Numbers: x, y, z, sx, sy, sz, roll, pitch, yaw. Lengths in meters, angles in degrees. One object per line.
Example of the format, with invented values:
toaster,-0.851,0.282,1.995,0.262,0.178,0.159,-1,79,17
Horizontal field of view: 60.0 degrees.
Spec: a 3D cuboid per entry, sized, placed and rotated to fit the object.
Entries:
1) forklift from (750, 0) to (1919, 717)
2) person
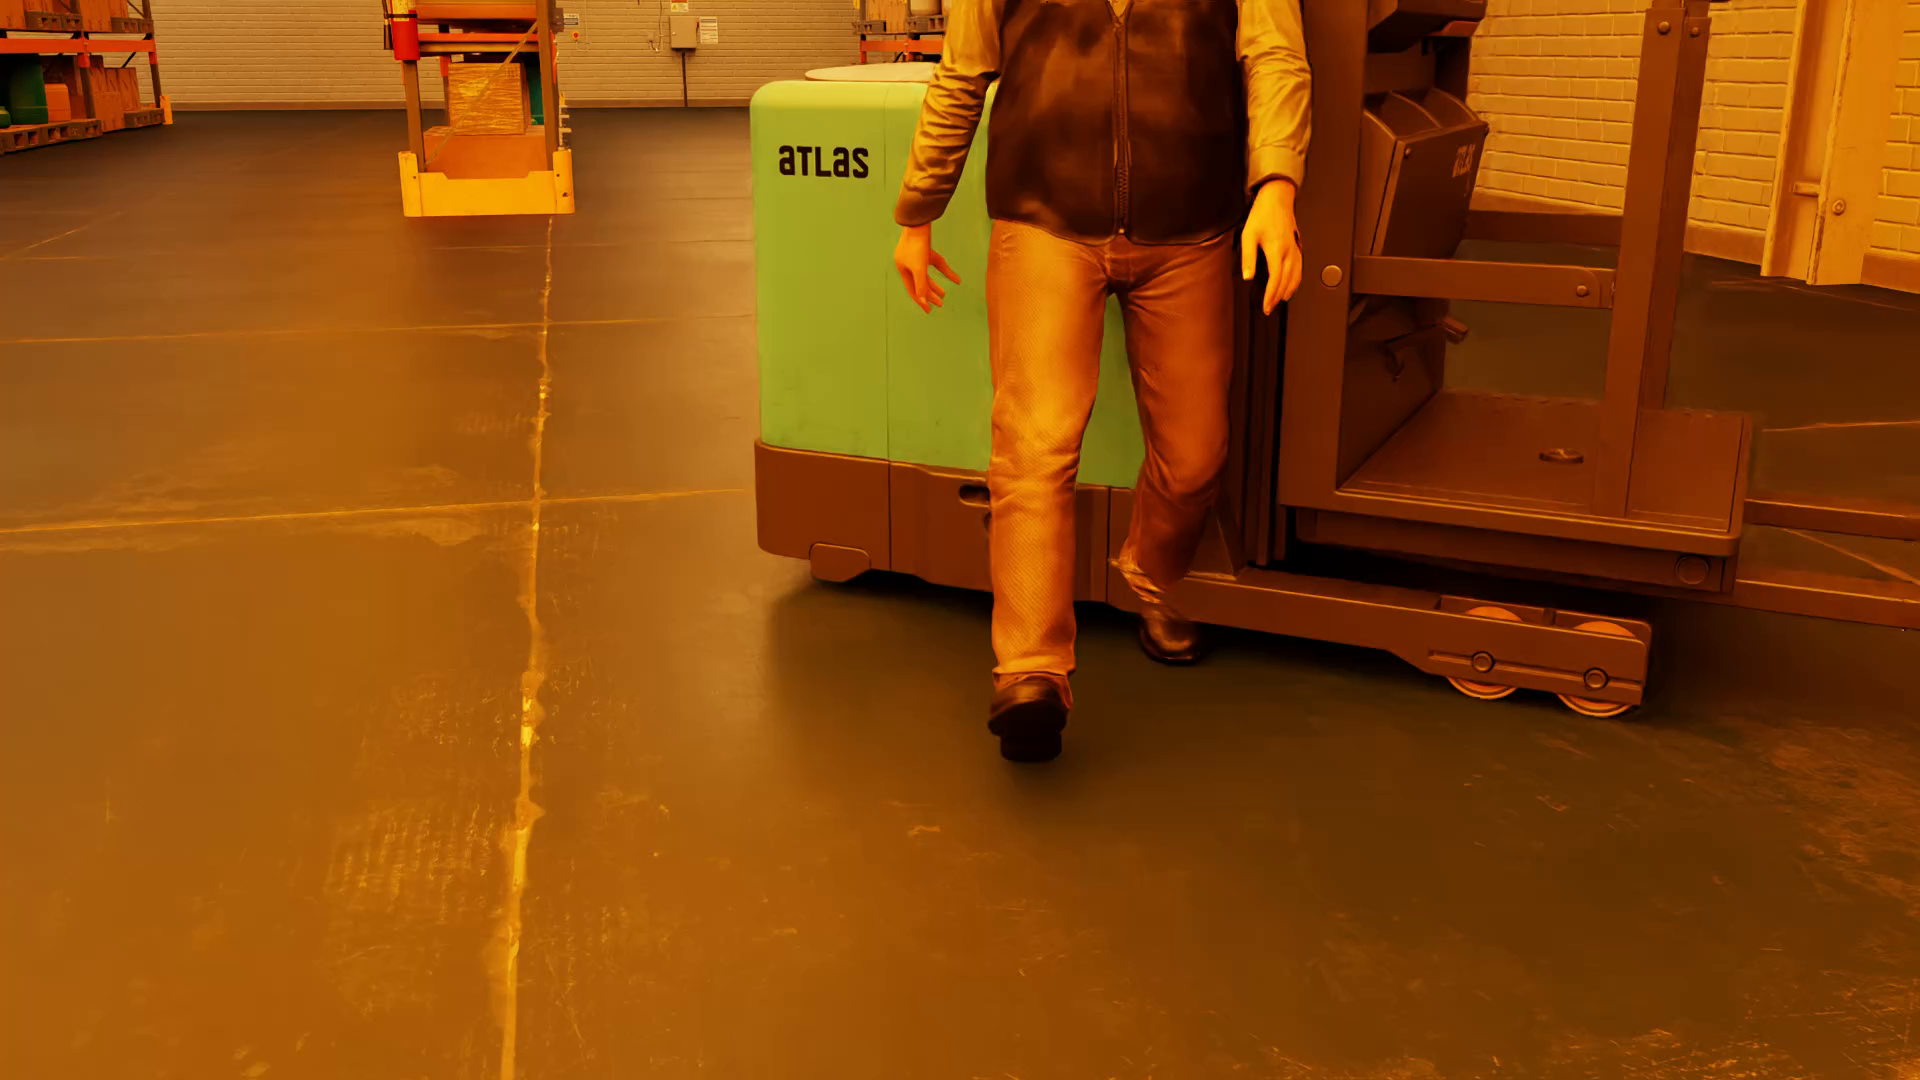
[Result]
forklift,1.103,-1.263,3.119,3.031,2.935,1.130,8,18,24
person,0.225,-0.495,2.765,0.680,1.653,0.939,0,17,-1
